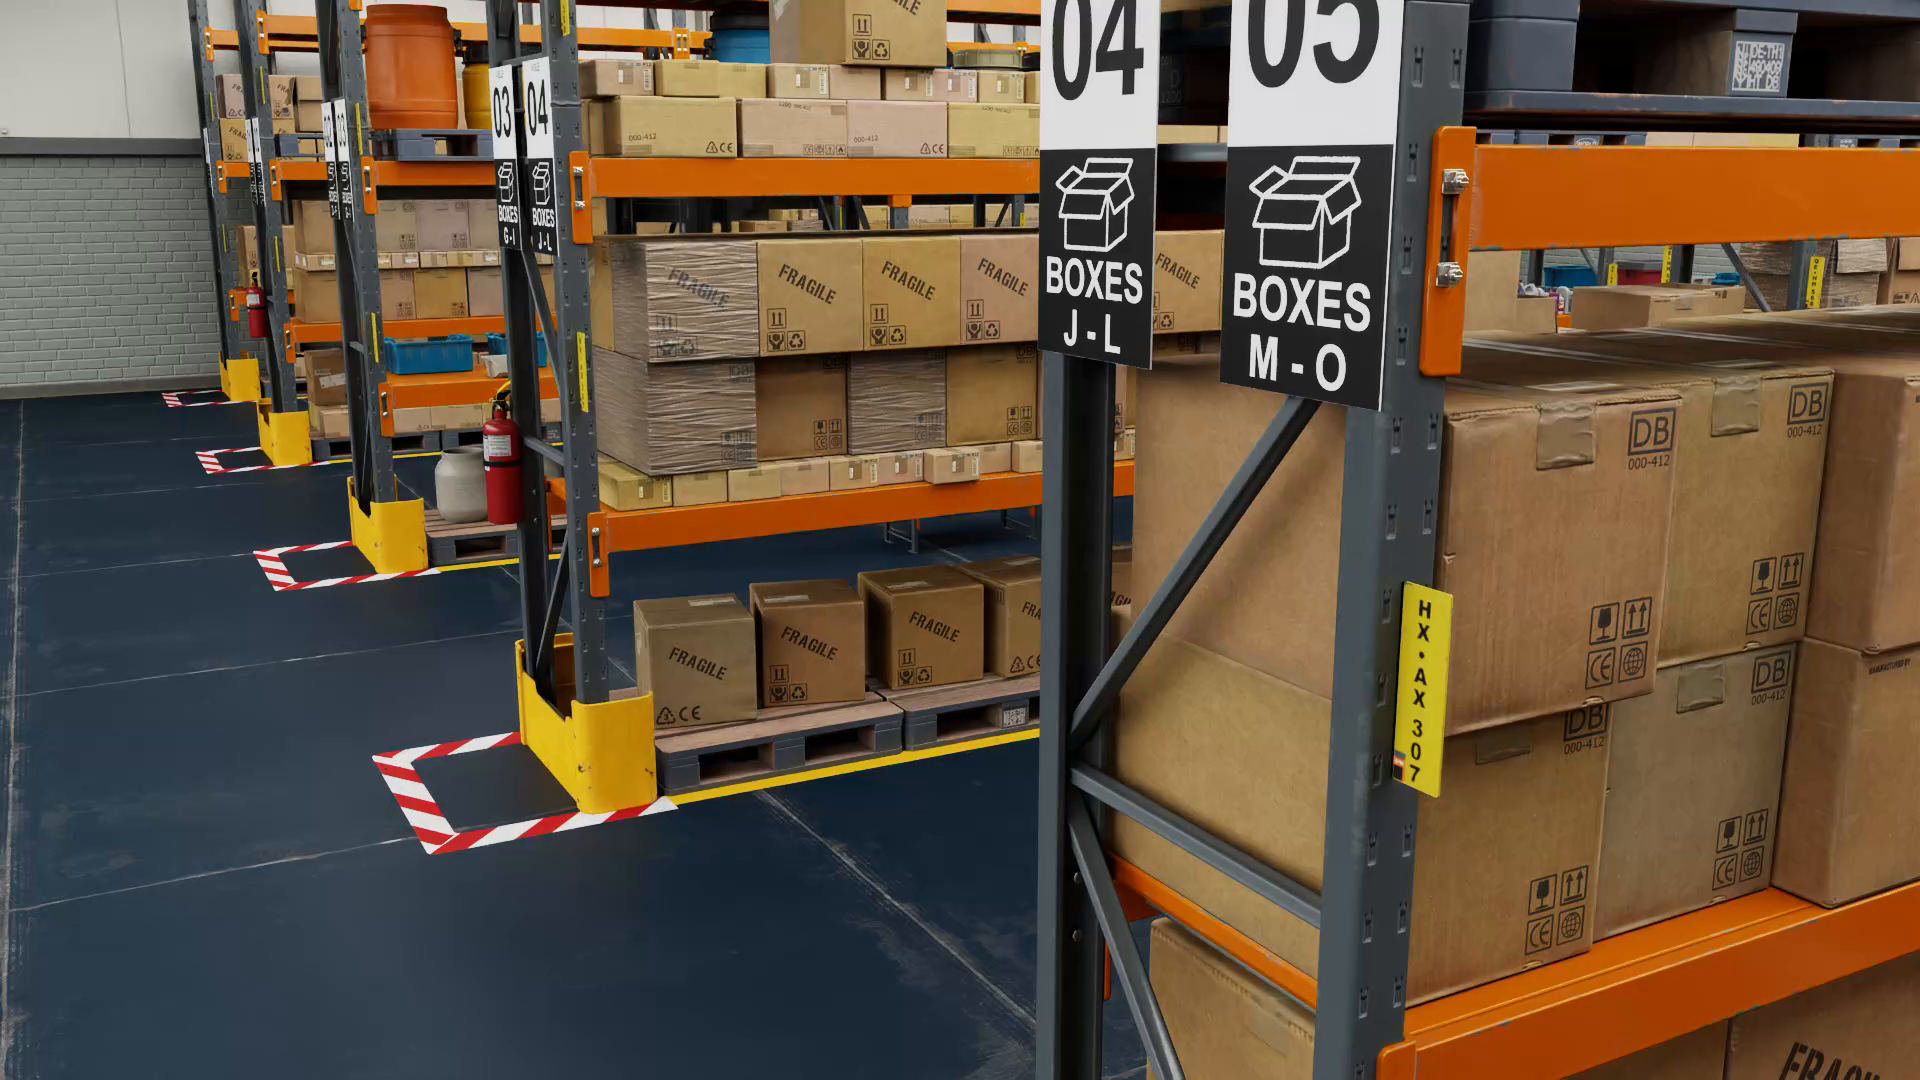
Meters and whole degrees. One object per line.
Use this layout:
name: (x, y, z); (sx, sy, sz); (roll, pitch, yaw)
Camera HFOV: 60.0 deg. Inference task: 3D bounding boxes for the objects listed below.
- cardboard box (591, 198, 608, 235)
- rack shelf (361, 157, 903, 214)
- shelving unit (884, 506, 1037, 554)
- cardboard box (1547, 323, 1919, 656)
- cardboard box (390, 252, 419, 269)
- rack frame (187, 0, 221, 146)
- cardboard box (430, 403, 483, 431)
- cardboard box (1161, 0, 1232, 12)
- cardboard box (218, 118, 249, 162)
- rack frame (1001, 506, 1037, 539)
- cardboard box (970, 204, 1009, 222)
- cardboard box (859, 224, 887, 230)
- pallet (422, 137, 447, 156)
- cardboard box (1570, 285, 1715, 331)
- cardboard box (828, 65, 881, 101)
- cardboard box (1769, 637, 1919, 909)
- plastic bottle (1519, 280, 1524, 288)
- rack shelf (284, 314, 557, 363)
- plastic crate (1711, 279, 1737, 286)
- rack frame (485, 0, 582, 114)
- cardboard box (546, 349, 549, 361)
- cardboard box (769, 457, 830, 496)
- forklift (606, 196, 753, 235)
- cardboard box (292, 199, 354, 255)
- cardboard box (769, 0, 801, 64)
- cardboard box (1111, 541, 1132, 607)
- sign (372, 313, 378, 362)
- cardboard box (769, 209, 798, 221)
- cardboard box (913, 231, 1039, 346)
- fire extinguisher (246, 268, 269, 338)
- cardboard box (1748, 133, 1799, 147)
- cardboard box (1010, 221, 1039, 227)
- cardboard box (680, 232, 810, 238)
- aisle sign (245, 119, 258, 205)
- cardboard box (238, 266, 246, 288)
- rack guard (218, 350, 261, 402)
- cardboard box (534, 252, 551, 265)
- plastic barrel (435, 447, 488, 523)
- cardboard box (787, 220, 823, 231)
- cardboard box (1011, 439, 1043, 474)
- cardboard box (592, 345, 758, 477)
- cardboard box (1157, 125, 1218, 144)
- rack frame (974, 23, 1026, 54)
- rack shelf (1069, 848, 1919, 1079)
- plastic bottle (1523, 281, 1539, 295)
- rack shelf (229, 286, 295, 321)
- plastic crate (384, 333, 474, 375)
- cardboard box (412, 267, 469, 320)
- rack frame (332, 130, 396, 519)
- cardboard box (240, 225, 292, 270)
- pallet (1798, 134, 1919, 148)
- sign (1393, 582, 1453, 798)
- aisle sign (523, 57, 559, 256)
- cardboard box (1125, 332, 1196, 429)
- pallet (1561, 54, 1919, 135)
cardboard box: (-3.890, -3.291, 17.218); (0.500, 0.500, 0.700); (-7, 14, -28)
rack shelf: (-2.446, -2.658, 12.393); (4.000, 0.370, 1.077); (-7, 14, -28)
shelving unit: (0.006, -0.549, 12.489); (1.048, 1.125, 0.538); (-7, 14, -28)
cardboard box: (1.799, -0.154, 3.659); (0.550, 0.550, 0.875); (-7, 14, -28)
cardboard box: (-5.452, -2.735, 16.226); (0.250, 0.149, 0.380); (-7, 14, -29)
rack frame: (-8.949, -6.171, 19.533); (0.127, 3.000, 1.000); (-7, 14, -28)
cardboard box: (-5.118, -1.273, 16.738); (0.500, 0.250, 0.500); (-7, 14, -28)
cardboard box: (0.589, -1.109, 3.259); (0.250, 0.149, 0.380); (-7, 14, -28)
cardboard box: (-8.535, -4.753, 19.792); (0.500, 0.500, 0.500); (-6, 14, -26)
rack frame: (0.452, -0.603, 12.726); (0.032, 1.125, 0.500); (-7, 14, -28)
cardboard box: (0.395, -4.872, 24.767); (0.500, 0.250, 0.500); (-7, 14, -27)
cardboard box: (-1.378, -4.291, 23.894); (0.500, 0.500, 0.500); (-6, 14, -26)
pallet: (-4.867, -3.909, 16.515); (1.213, 0.211, 1.003); (-7, 14, -28)
cardboard box: (4.296, -1.333, 10.516); (0.500, 0.500, 0.700); (-5, 13, -20)
cardboard box: (-0.551, -2.048, 7.479); (0.250, 0.149, 0.380); (-7, 14, -28)
cardboard box: (1.787, 0.368, 3.798); (0.550, 0.550, 0.875); (-7, 14, -28)
plastic bottle: (5.612, -2.441, 16.737); (0.185, 0.351, 0.144); (-7, 14, -28)
rack shelf: (-4.817, -2.149, 16.966); (4.000, 0.370, 1.077); (-7, 14, -28)
plastic crate: (8.162, -2.700, 18.020); (0.300, 0.233, 0.416); (-7, 14, -28)
rack frame: (-1.829, -3.307, 6.809); (0.127, 3.000, 1.000); (-7, 14, -28)
cardboard box: (-4.245, -1.745, 17.131); (0.500, 0.500, 0.500); (-7, 14, -28)
cardboard box: (-0.800, -0.318, 7.763); (0.250, 0.149, 0.380); (-7, 14, -28)
forklift: (-2.509, -2.075, 15.152); (1.130, 2.935, 3.031); (2, 13, 11)
cardboard box: (-6.110, -3.024, 16.031); (0.500, 0.500, 0.700); (-7, 14, -28)
cardboard box: (-0.589, -2.493, 7.981); (0.500, 0.500, 0.500); (-7, 14, -28)
cardboard box: (0.813, 0.310, 9.138); (0.500, 0.500, 0.500); (-2, 13, -10)
sign: (-3.942, -1.363, 11.205); (0.005, 0.325, 0.100); (-7, 14, -28)
cardboard box: (-2.491, -4.587, 23.451); (0.250, 0.149, 0.380); (-10, 16, -37)
cardboard box: (0.101, -1.225, 8.039); (0.500, 0.500, 0.500); (-7, 14, -28)
fire extinguisher: (-6.898, -2.329, 16.303); (0.183, 0.674, 0.296); (-7, 14, -28)
cardboard box: (4.893, -2.515, 10.462); (0.500, 0.250, 0.500); (-7, 14, -28)
cardboard box: (0.857, -4.557, 25.077); (0.500, 0.500, 0.500); (-7, 14, -27)
cardboard box: (-1.028, -1.221, 8.021); (0.500, 0.500, 0.500); (-7, 14, -28)
aisle sign: (-6.770, -3.608, 15.887); (0.004, 0.787, 0.394); (-7, 14, -28)
cardboard box: (-8.631, -3.267, 20.591); (0.500, 0.250, 0.500); (-7, 14, -27)
rack guard: (-8.882, -2.033, 20.502); (0.348, 0.500, 1.175); (-7, 14, -28)
cardboard box: (-4.312, -2.873, 16.837); (0.250, 0.149, 0.380); (-6, 14, -26)
plastic barrel: (-3.661, -0.410, 12.309); (0.421, 0.512, 0.421); (0, 13, 0)
cardboard box: (-2.335, -4.298, 23.644); (0.500, 0.500, 0.700); (-9, 15, -34)
cardboard box: (0.311, -0.444, 8.324); (0.250, 0.149, 0.380); (-7, 14, -28)
cardboard box: (-1.333, -0.627, 7.657); (0.500, 0.500, 0.875); (-7, 14, -28)
cardboard box: (0.944, -2.040, 8.352); (0.500, 0.250, 0.500); (-6, 14, -26)
rack frame: (0.450, -6.058, 19.033); (0.127, 3.000, 1.000); (-7, 14, -28)
rack shelf: (2.215, 0.727, 4.187); (4.000, 0.370, 1.077); (-7, 14, -28)
plastic bottle: (5.681, -2.413, 16.614); (0.185, 0.351, 0.144); (-7, 14, -28)
rack shelf: (-7.193, -3.103, 21.206); (4.000, 0.370, 1.077); (-7, 14, -28)
plastic crate: (-3.906, -1.373, 12.215); (0.616, 0.251, 0.499); (-7, 14, -28)
cardboard box: (-5.259, -2.493, 16.625); (0.500, 0.500, 0.700); (-7, 14, -27)
rack frame: (-4.202, -1.335, 11.709); (0.127, 3.000, 1.000); (-7, 14, -28)
cardboard box: (-8.386, -3.539, 20.090); (0.500, 0.500, 0.500); (-7, 14, -28)
pallet: (5.733, -2.671, 11.245); (1.003, 0.211, 1.213); (-6, 14, -25)
sign: (0.720, 0.233, 2.591); (0.005, 0.325, 0.100); (-7, 14, -28)
aisle sign: (-1.739, -1.584, 6.896); (0.004, 0.787, 0.394); (-7, 14, -28)
cardboard box: (0.802, -0.914, 8.932); (0.500, 0.500, 0.875); (-7, 14, -28)
pallet: (2.177, -1.043, 3.783); (1.213, 0.211, 1.003); (-7, 14, -28)
